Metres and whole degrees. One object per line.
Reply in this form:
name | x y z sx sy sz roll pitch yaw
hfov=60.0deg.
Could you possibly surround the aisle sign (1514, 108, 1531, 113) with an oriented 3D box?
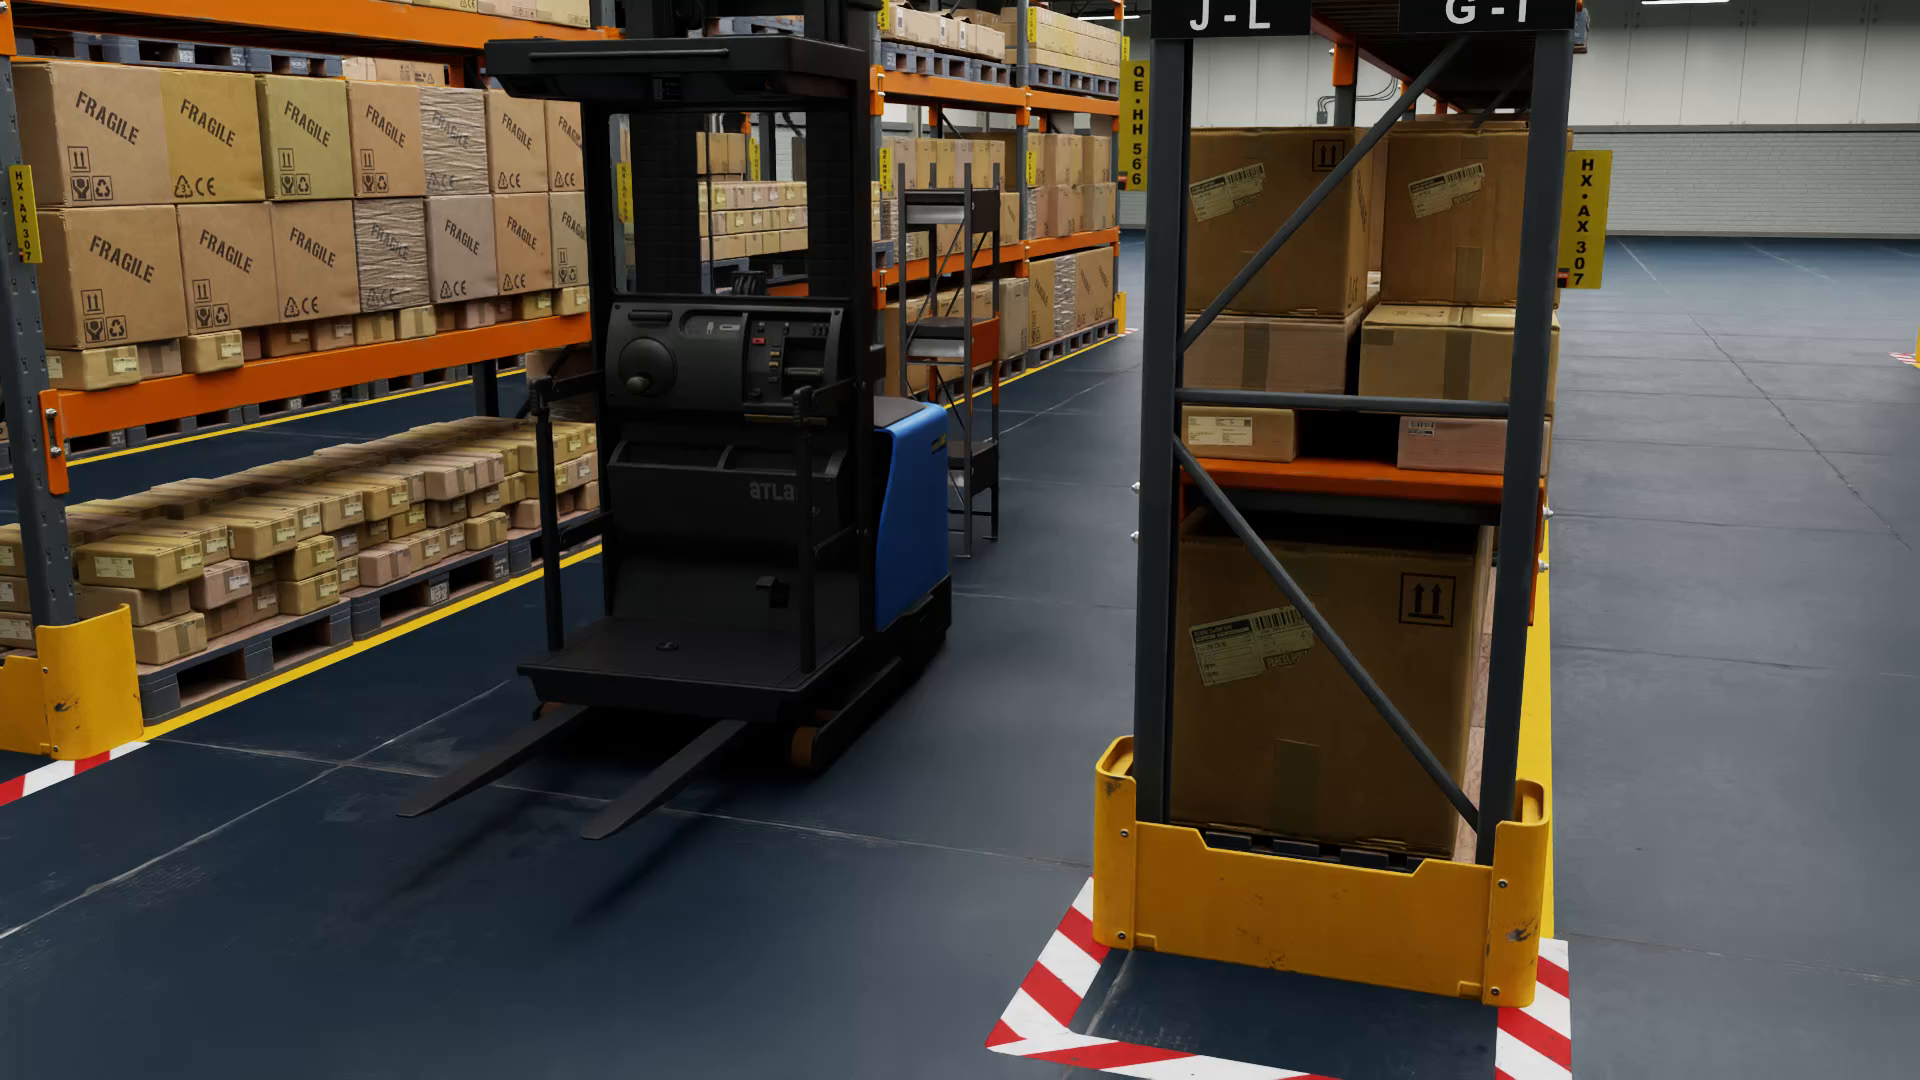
aisle sign | 6.449 -4.973 18.693 0.394 0.787 0.004 4 14 18

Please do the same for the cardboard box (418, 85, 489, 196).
cardboard box | -2.635 -1.913 7.987 0.500 0.500 0.500 5 14 20

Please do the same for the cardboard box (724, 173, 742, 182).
cardboard box | -3.146 -4.487 21.514 0.500 0.500 0.500 4 13 17

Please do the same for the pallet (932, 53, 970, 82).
pallet | -0.586 -4.153 14.628 1.003 0.211 1.213 5 14 21

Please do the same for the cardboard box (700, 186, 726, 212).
cardboard box | -1.665 -2.101 10.235 0.380 0.149 0.250 4 14 19

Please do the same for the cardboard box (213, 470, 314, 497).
cardboard box | -3.293 -0.229 7.875 0.380 0.149 0.250 4 13 17

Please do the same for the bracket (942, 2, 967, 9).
bracket | 0.067 -15.043 47.085 0.076 0.066 4.783 4 14 18

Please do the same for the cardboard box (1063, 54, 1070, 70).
cardboard box | 0.958 -5.110 17.791 0.380 0.149 0.250 4 13 17

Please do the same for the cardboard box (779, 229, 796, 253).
cardboard box | -1.333 -2.026 11.244 0.380 0.149 0.250 4 13 16

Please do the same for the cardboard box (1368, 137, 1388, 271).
cardboard box | 1.535 -1.329 6.555 0.500 0.500 0.500 4 13 17

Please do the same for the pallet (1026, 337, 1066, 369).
pallet | 0.511 -2.045 17.974 1.003 0.211 1.213 4 14 18

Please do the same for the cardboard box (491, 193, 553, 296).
cardboard box | -2.456 -1.528 8.549 0.500 0.500 0.500 4 13 17

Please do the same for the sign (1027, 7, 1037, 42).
sign | 0.707 -5.081 16.399 0.100 0.325 0.005 4 14 18

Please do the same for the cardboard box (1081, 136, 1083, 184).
cardboard box | 0.928 -4.386 19.200 0.875 0.550 0.550 4 14 18

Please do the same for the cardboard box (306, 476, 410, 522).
cardboard box | -2.794 -0.193 7.718 0.380 0.149 0.250 5 14 19

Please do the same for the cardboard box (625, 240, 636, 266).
cardboard box | -1.835 -1.698 9.807 0.380 0.149 0.250 4 13 16

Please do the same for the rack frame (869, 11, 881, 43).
rack frame | -1.104 -5.333 12.630 1.000 3.000 0.127 4 14 18

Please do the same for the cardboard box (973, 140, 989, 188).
cardboard box | -0.129 -3.573 15.930 0.700 0.500 0.500 4 13 17

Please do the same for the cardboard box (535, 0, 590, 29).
cardboard box | -2.301 -2.832 8.752 0.500 0.250 0.500 5 14 20

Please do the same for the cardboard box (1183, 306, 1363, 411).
cardboard box | 0.874 -0.538 4.774 0.500 0.250 0.500 4 13 17

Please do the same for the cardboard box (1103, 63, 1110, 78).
cardboard box | 1.533 -5.484 19.431 0.380 0.149 0.250 5 14 19

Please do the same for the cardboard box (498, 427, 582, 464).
cardboard box | -2.312 -0.520 9.153 0.380 0.149 0.250 5 14 19

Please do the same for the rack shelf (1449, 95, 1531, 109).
rack shelf | 5.498 -4.500 16.899 0.919 0.124 3.809 4 14 18

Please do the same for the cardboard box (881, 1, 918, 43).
cardboard box | -0.661 -4.217 13.514 0.500 0.311 0.500 4 14 18

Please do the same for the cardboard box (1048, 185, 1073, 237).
cardboard box | 0.741 -3.625 18.290 0.875 0.550 0.550 4 14 18

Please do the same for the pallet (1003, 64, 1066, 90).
pallet | 0.465 -4.841 17.415 1.003 0.211 1.213 4 14 18

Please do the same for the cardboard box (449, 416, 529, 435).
cardboard box | -2.705 -0.613 9.559 0.380 0.149 0.250 5 14 21

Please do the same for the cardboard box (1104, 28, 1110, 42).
cardboard box | 1.532 -5.873 19.341 0.380 0.149 0.250 5 14 19

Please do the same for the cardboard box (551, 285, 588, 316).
cardboard box | -2.249 -1.304 9.026 0.380 0.149 0.250 4 13 17

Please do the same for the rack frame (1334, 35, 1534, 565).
rack frame | 2.263 -1.187 7.949 1.000 3.000 0.127 4 14 18

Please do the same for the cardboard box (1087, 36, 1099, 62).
cardboard box | 1.265 -5.546 18.805 0.500 0.250 0.500 4 14 18

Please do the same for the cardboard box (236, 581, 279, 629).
cardboard box | -3.139 0.260 7.069 0.380 0.149 0.250 5 14 19

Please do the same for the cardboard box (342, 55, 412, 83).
cardboard box | -5.504 -4.453 15.292 0.700 0.500 0.500 4 14 18

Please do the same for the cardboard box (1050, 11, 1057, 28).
cardboard box | 0.794 -5.392 17.233 0.380 0.149 0.250 4 14 18

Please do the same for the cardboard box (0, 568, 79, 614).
cardboard box | -3.791 0.185 6.732 0.380 0.149 0.250 4 13 17

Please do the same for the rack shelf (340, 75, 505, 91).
rack shelf | -5.173 -4.276 16.357 1.077 0.370 4.000 4 14 18

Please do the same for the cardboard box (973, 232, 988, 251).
cardboard box | -0.052 -2.957 15.478 0.500 0.500 0.500 5 14 19

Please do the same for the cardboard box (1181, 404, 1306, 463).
cardboard box | 0.772 -0.321 4.720 0.380 0.149 0.250 5 14 19

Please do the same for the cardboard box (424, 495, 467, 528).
cardboard box | -2.688 -0.165 8.265 0.380 0.149 0.250 4 13 16

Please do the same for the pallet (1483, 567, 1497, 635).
pallet | 1.943 0.327 7.583 1.003 0.211 1.213 4 14 18

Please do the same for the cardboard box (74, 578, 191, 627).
cardboard box | -3.280 0.225 6.557 0.380 0.149 0.250 5 14 21

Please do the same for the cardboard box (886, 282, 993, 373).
cardboard box | -0.241 -2.018 15.701 1.050 0.750 0.750 4 14 18

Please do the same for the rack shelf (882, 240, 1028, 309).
rack shelf | -0.456 -2.478 15.222 1.077 0.370 4.000 4 14 18

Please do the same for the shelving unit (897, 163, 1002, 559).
shelving unit | -0.054 -0.989 9.102 0.431 2.100 0.503 4 14 18

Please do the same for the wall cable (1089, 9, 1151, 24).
wall cable | 5.463 -15.222 51.587 3.097 2.526 0.112 4 14 18

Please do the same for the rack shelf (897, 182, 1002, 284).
rack shelf | -0.054 -1.658 8.949 0.431 0.518 0.480 4 14 18

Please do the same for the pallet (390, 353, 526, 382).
pallet | -5.169 -1.804 16.918 1.003 0.211 1.213 4 14 18

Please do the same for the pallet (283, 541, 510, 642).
pallet | -2.975 0.195 8.158 1.003 0.211 1.213 4 14 18

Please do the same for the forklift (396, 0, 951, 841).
forklift | -0.936 -0.671 5.985 1.129 2.867 3.031 4 13 16

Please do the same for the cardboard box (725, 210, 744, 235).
cardboard box | -1.586 -2.007 10.492 0.380 0.149 0.250 4 13 16

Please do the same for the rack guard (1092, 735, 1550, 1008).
rack guard | 0.961 0.878 4.516 1.175 0.500 0.348 4 14 18

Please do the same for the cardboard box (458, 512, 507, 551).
cardboard box | -2.537 -0.056 8.454 0.380 0.149 0.250 4 14 18

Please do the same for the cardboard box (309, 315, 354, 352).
cardboard box | -2.924 -0.925 7.363 0.380 0.149 0.250 4 13 17
